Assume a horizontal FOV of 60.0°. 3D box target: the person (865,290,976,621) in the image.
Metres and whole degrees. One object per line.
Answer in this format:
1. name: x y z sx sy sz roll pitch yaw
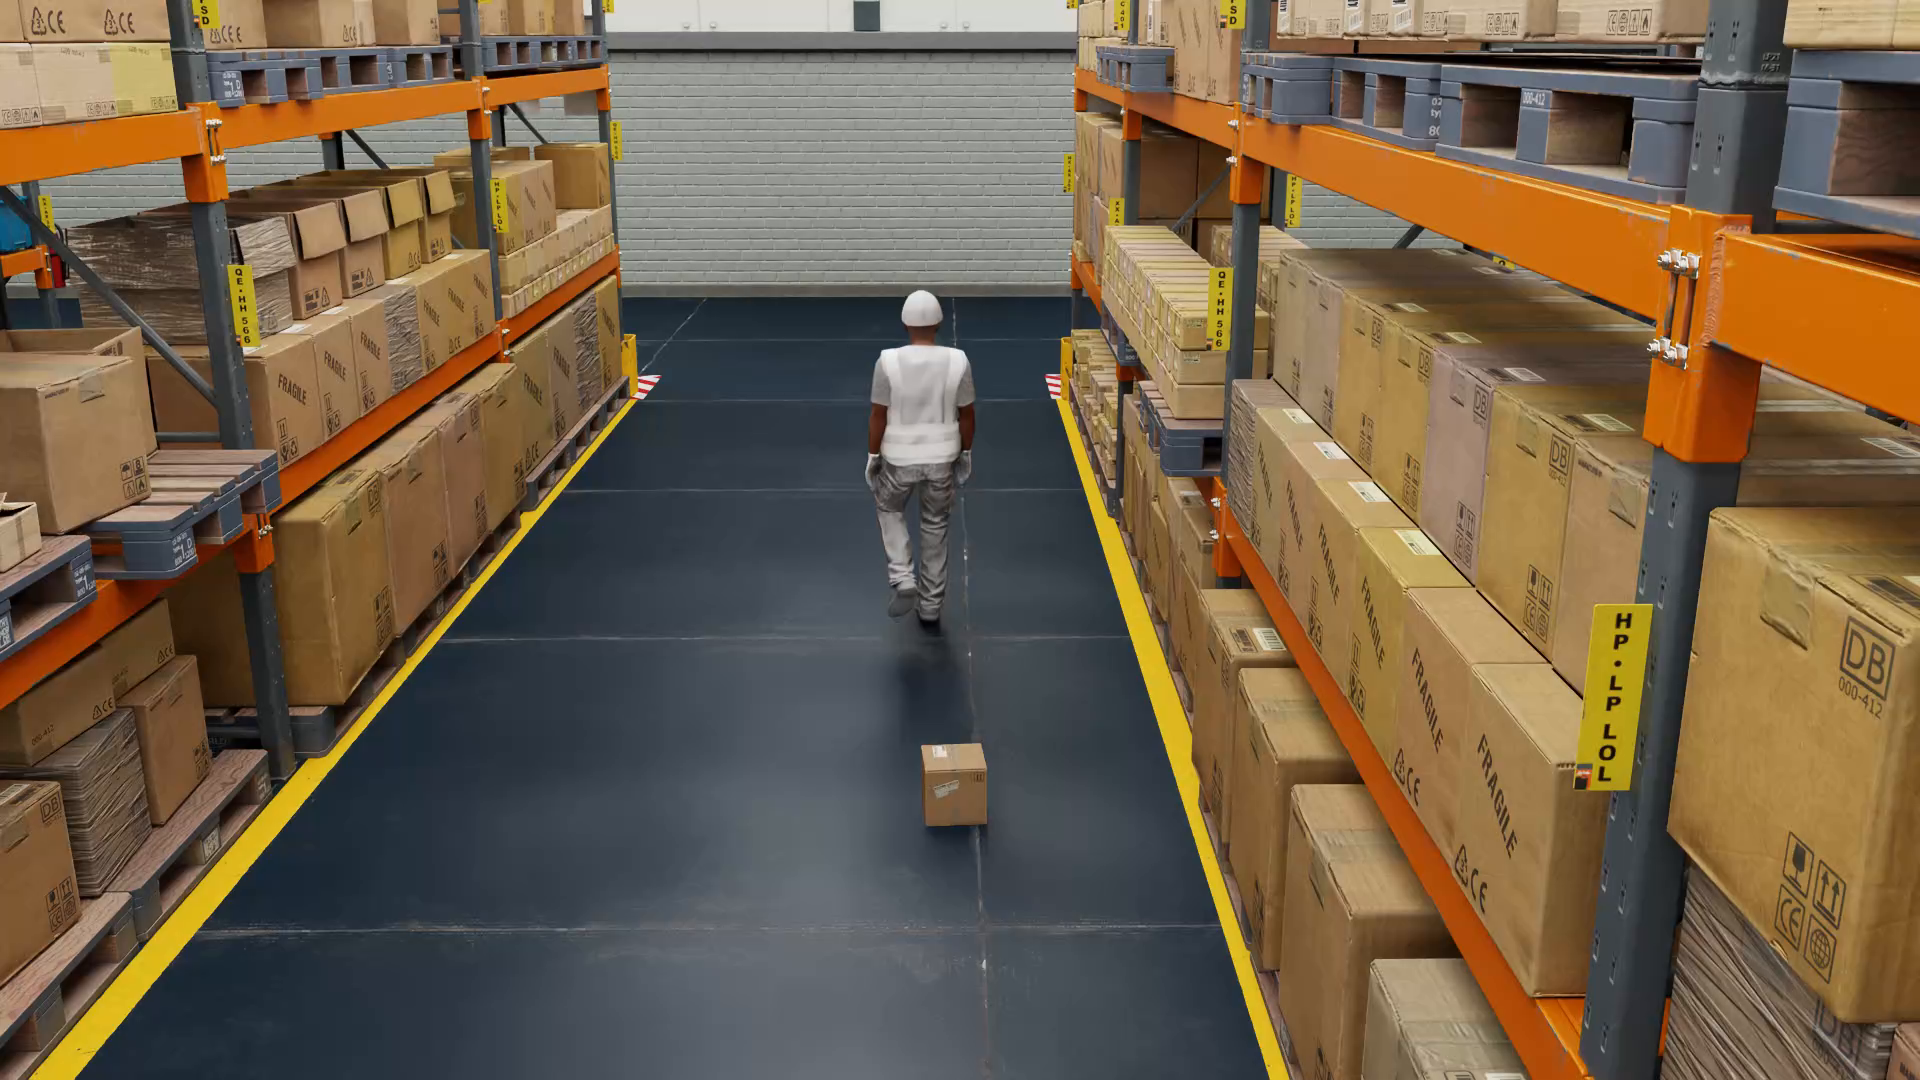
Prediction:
1. person: -0.219 -0.447 8.872 0.589 1.783 0.459 -2 17 -7
